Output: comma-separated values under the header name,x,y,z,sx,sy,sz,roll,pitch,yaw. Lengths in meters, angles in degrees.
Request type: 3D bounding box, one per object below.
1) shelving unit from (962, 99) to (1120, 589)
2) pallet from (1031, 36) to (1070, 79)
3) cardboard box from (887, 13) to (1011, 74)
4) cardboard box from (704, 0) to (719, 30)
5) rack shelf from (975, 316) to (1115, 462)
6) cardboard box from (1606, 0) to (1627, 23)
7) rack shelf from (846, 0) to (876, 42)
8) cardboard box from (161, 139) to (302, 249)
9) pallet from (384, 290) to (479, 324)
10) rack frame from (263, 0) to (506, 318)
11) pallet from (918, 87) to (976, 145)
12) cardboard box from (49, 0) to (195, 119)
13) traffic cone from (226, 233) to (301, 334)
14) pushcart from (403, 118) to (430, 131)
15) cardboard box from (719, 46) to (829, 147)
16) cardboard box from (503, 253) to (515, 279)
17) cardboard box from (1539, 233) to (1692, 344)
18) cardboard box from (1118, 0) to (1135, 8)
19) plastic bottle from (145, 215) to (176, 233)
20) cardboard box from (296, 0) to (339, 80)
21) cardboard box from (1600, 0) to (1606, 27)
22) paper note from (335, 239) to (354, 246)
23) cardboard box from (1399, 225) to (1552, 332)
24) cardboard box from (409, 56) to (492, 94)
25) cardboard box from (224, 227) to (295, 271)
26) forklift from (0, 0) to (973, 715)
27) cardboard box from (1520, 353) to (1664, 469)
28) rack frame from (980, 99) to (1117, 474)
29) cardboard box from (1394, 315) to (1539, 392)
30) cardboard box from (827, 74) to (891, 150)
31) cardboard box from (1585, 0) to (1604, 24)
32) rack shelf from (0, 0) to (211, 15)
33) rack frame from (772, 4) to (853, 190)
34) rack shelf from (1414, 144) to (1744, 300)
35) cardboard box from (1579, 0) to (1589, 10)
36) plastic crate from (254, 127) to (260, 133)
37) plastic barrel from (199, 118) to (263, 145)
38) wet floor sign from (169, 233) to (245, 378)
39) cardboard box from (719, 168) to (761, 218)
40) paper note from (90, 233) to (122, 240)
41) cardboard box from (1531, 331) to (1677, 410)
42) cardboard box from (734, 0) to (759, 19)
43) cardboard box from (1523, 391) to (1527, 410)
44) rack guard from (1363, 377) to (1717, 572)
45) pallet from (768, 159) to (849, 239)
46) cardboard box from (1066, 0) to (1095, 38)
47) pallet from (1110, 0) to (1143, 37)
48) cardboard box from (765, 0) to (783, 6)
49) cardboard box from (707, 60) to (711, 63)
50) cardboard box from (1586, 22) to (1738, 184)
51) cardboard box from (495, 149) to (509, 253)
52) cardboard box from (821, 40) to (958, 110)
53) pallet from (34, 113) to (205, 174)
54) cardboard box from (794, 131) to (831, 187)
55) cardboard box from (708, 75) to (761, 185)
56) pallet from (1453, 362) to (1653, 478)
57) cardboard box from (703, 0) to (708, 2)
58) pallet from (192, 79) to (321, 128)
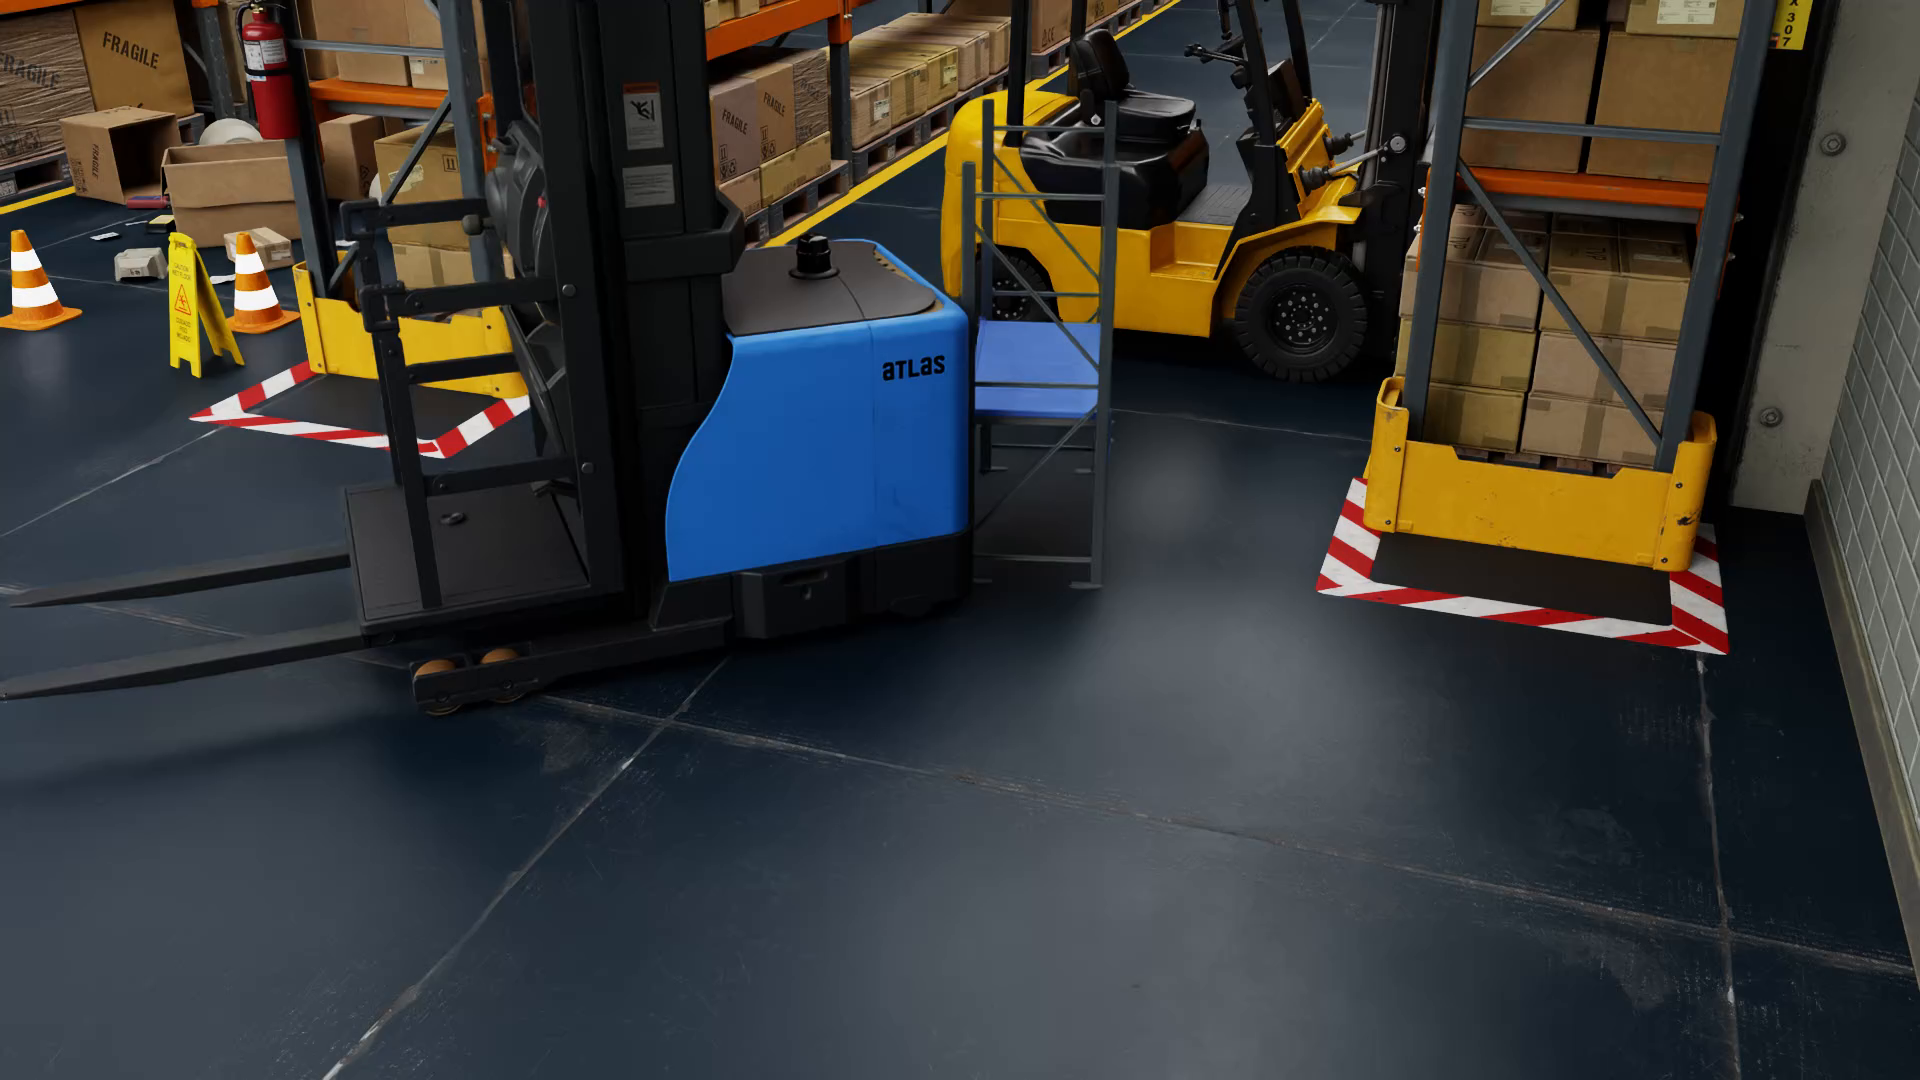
name,x,y,z,sx,sy,sz,roll,pitch,yaw
shelving unit,0.295,-0.738,6.054,0.538,1.500,1.048,2,26,4
pallet,0.460,-4.455,15.210,1.003,0.211,1.213,9,27,17
cardboard box,-0.071,-4.173,13.960,0.950,0.372,0.625,7,27,14
cardboard box,-1.524,-2.834,8.950,0.380,0.149,0.250,9,27,18
rack shelf,0.295,-0.577,6.132,0.538,0.185,1.000,2,26,4
cardboard box,2.526,-1.941,5.958,0.380,0.149,0.250,9,27,17
rack shelf,-0.539,-4.252,12.415,1.077,0.370,4.000,9,27,17
cardboard box,-4.339,-2.075,9.959,0.797,0.503,0.637,-9,27,-18
pallet,-2.207,-1.215,8.517,1.003,0.211,1.213,9,27,17
rack frame,-2.536,-2.110,7.165,1.000,3.000,0.127,9,27,17
pallet,-0.543,-3.322,12.868,1.003,0.211,1.213,9,27,17
cardboard box,-6.181,-3.414,11.816,0.875,0.875,0.875,9,27,18
traffic cone,-3.609,-1.332,8.470,0.336,0.463,0.334,9,27,17
pushcart,-3.371,-2.883,11.772,1.648,0.377,0.936,0,26,-1
cardboard box,-1.148,-2.761,10.322,0.500,0.500,0.500,8,27,17
cardboard box,-2.006,-1.353,8.275,0.500,0.250,0.500,9,27,17
cardboard box,2.485,-0.963,6.323,0.500,0.250,0.500,8,27,17
cardboard box,1.327,-6.008,17.172,0.875,0.875,0.875,10,27,19
plastic bottle,-4.871,-1.947,10.202,0.133,0.061,0.283,0,26,-1
cardboard box,-5.460,-4.270,13.727,1.050,0.750,0.750,9,27,17
cardboard box,2.889,-2.025,6.875,0.500,0.500,0.500,8,27,17
paper note,-3.674,-1.773,9.890,0.148,0.019,0.142,20,32,35
cardboard box,2.005,-1.027,6.456,0.500,0.250,0.500,10,27,19
cardboard box,-2.227,-2.106,7.447,0.380,0.149,0.250,9,27,18
cardboard box,-4.005,-1.658,9.504,0.250,0.149,0.380,-20,33,-36
forklift,-1.526,-1.040,5.034,3.031,2.935,1.130,-10,27,-19
cardboard box,2.494,-0.516,6.548,0.500,0.250,0.500,9,27,18
rack frame,0.333,-0.959,6.510,0.500,1.500,0.032,2,26,4
cardboard box,2.014,-0.813,6.587,0.500,0.250,0.500,8,27,17
cardboard box,-1.032,-2.976,11.488,0.950,0.372,0.625,9,27,18
cardboard box,2.244,-1.889,6.594,0.500,0.500,0.500,10,27,19
rack shelf,-6.572,-3.284,10.417,1.077,0.370,4.000,9,27,17
rack frame,-1.205,-3.754,10.561,1.000,3.000,0.127,9,27,17
rack shelf,2.812,-1.890,7.536,1.077,0.370,4.000,9,27,17
cardboard box,2.199,-2.119,6.325,0.380,0.149,0.250,9,27,18
plastic crate,-4.729,-2.929,12.018,0.662,0.188,0.450,-20,23,-36
plastic barrel,-4.837,-2.582,11.096,0.421,0.421,0.512,-14,29,-27
wet floor sign,-3.608,-1.127,7.838,0.267,0.644,0.232,20,32,35
cardboard box,-1.489,-1.995,9.601,0.500,0.250,0.500,9,27,18
paper note,-5.128,-1.830,9.997,0.144,0.017,0.142,20,32,35
cardboard box,2.499,-0.731,6.418,0.500,0.250,0.500,9,27,18
cardboard box,-1.359,-3.046,9.388,0.380,0.149,0.250,8,27,17
cardboard box,2.179,-0.785,7.102,0.500,0.250,0.500,9,27,17
rack guard,2.138,-0.257,6.206,1.175,0.500,0.348,9,27,17
pallet,-1.395,-2.217,10.588,1.003,0.211,1.213,9,27,17
cardboard box,0.735,-5.268,15.644,0.875,0.875,0.875,9,27,18
pallet,1.272,-5.458,17.281,1.003,0.211,1.213,9,27,17
cardboard box,-1.261,-3.265,9.839,0.380,0.149,0.250,9,27,18
cardboard box,-1.823,-2.618,10.027,0.500,0.500,0.500,10,28,20
cardboard box,2.573,-1.600,5.997,0.500,0.500,0.500,10,27,19
cardboard box,-1.999,-1.700,8.132,0.500,0.500,0.500,8,27,16
cardboard box,-0.567,-3.558,12.689,0.950,0.372,0.625,10,27,19
pallet,-6.233,-2.874,11.943,1.003,0.211,1.213,9,27,17
cardboard box,-1.148,-2.423,10.486,0.500,0.250,0.500,10,28,20
cardboard box,-1.485,-2.341,9.457,0.500,0.500,0.500,10,28,20
pallet,2.361,-0.457,6.951,1.003,0.211,1.213,9,27,17
cardboard box,-1.617,-3.076,8.705,0.500,0.500,0.500,8,27,16
pallet,-5.720,-3.503,13.242,1.003,0.211,1.213,9,27,17
